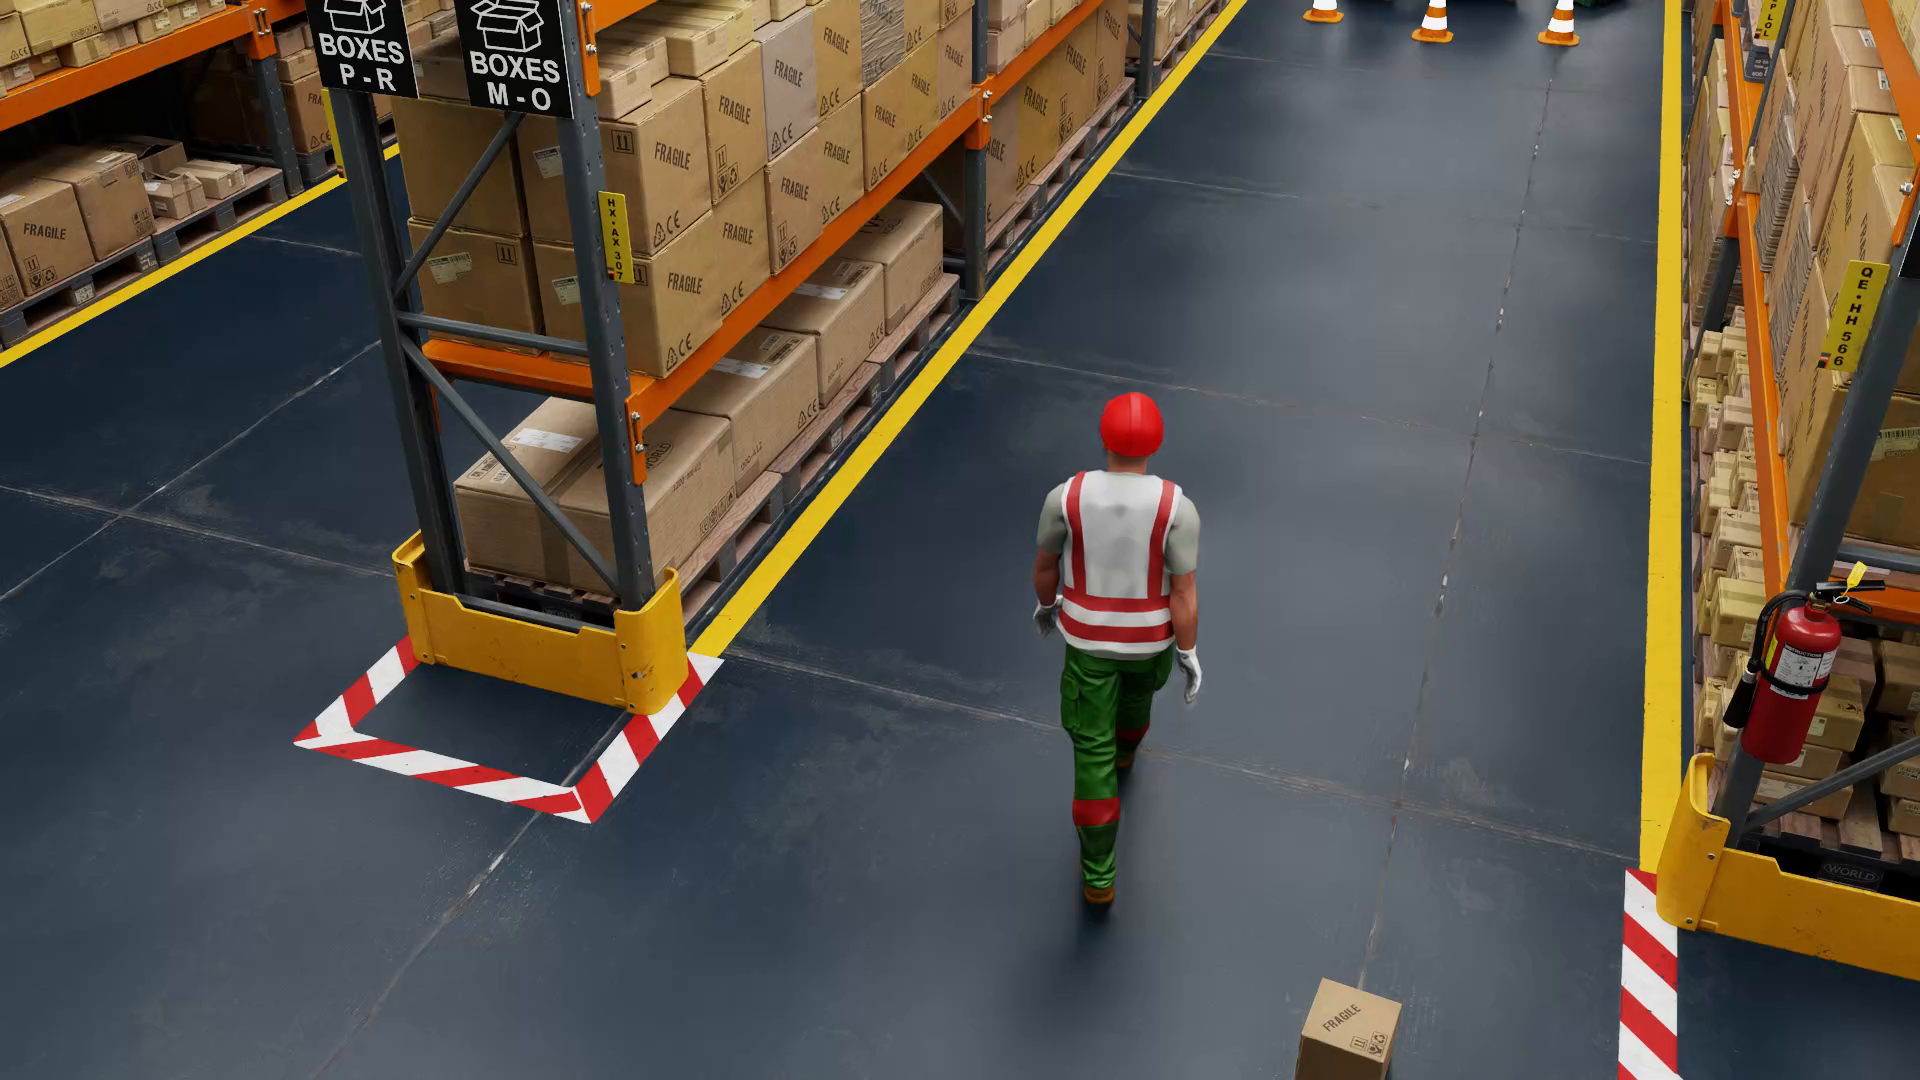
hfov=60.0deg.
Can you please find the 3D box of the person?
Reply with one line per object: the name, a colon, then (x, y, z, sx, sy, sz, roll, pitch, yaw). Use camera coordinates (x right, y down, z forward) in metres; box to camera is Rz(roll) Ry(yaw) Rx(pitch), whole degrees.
person: (0.532, 0.291, 5.690, 0.577, 1.733, 1.087, 2, 33, 3)
